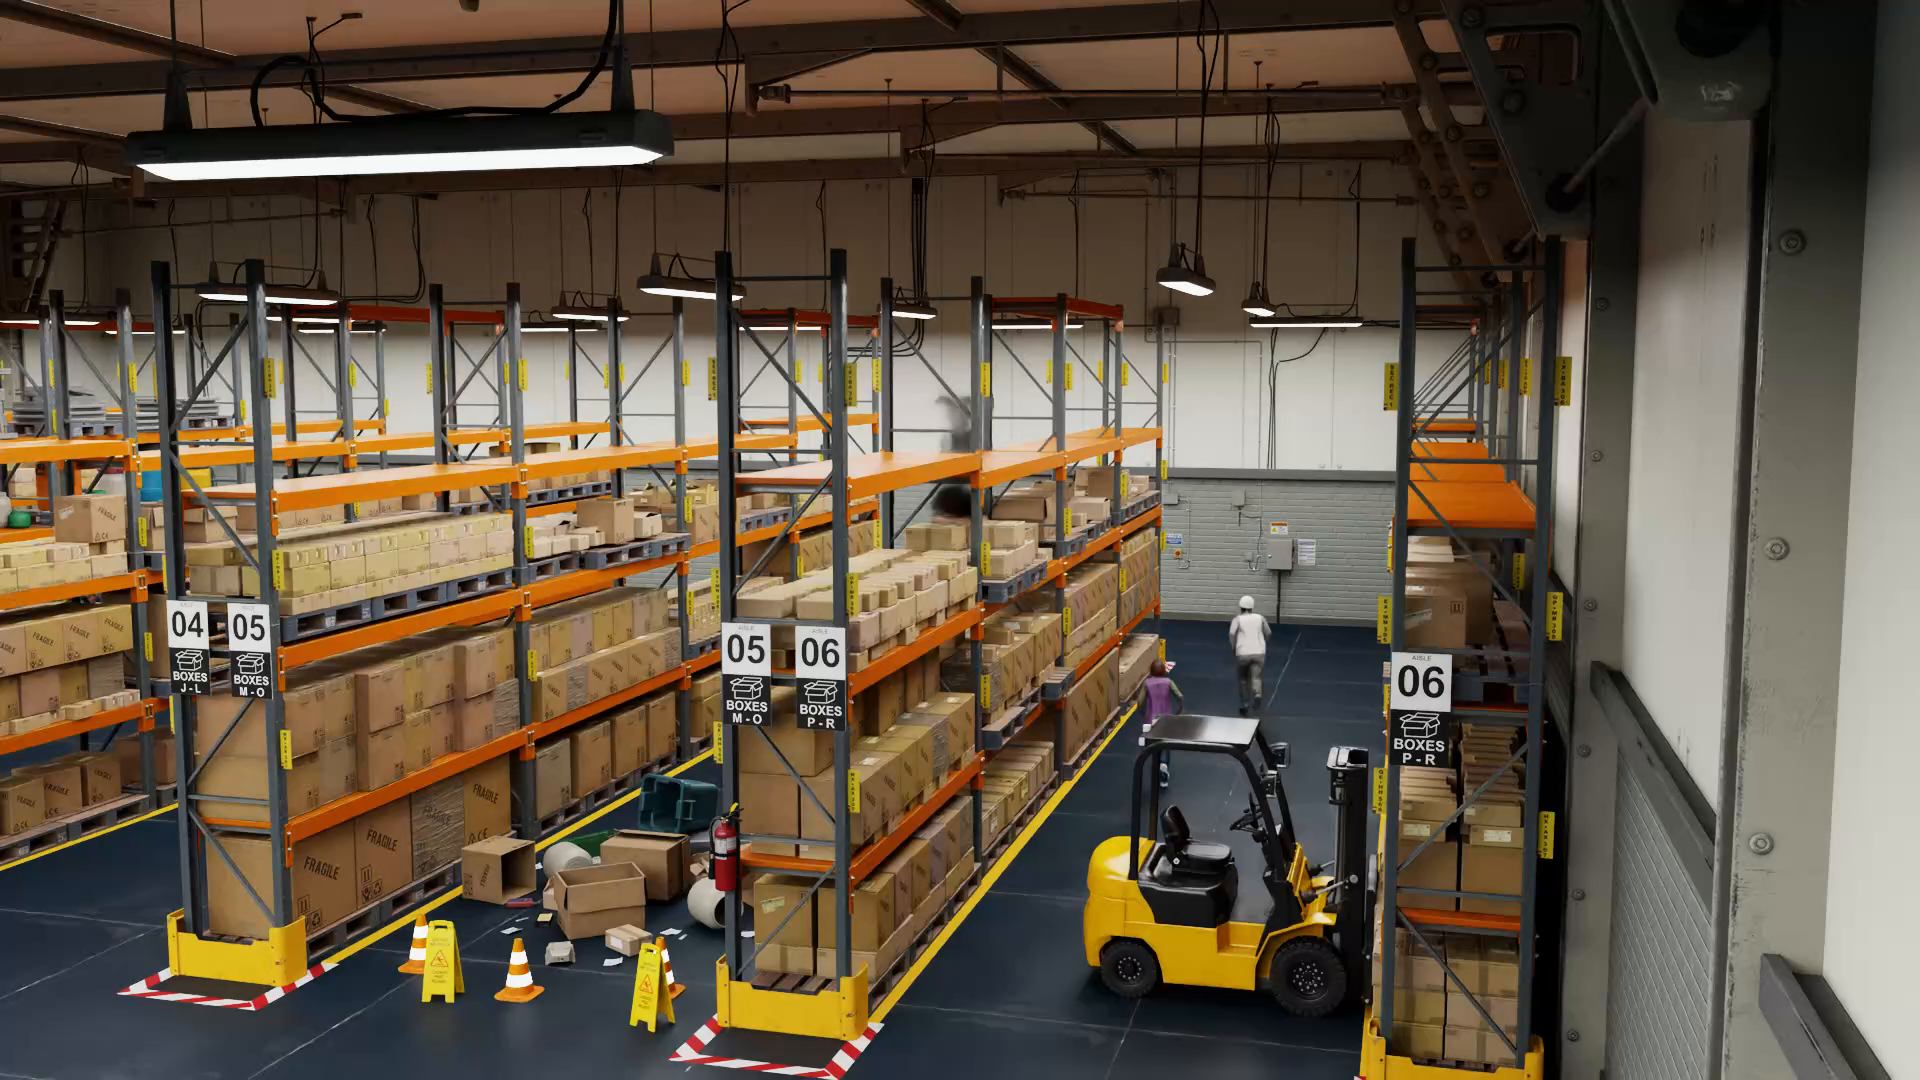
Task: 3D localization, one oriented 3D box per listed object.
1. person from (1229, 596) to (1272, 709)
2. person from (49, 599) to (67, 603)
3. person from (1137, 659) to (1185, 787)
[{"bbox_3d":[4.268,1.723,24.482,0.659,1.769,1.062,0,6,0],"label":"person"},{"bbox_3d":[-14.853,1.398,27.442,0.651,1.755,0.893,1,6,10],"label":"person"},{"bbox_3d":[2.463,2.244,20.437,0.573,1.553,0.476,1,6,5],"label":"person"}]
